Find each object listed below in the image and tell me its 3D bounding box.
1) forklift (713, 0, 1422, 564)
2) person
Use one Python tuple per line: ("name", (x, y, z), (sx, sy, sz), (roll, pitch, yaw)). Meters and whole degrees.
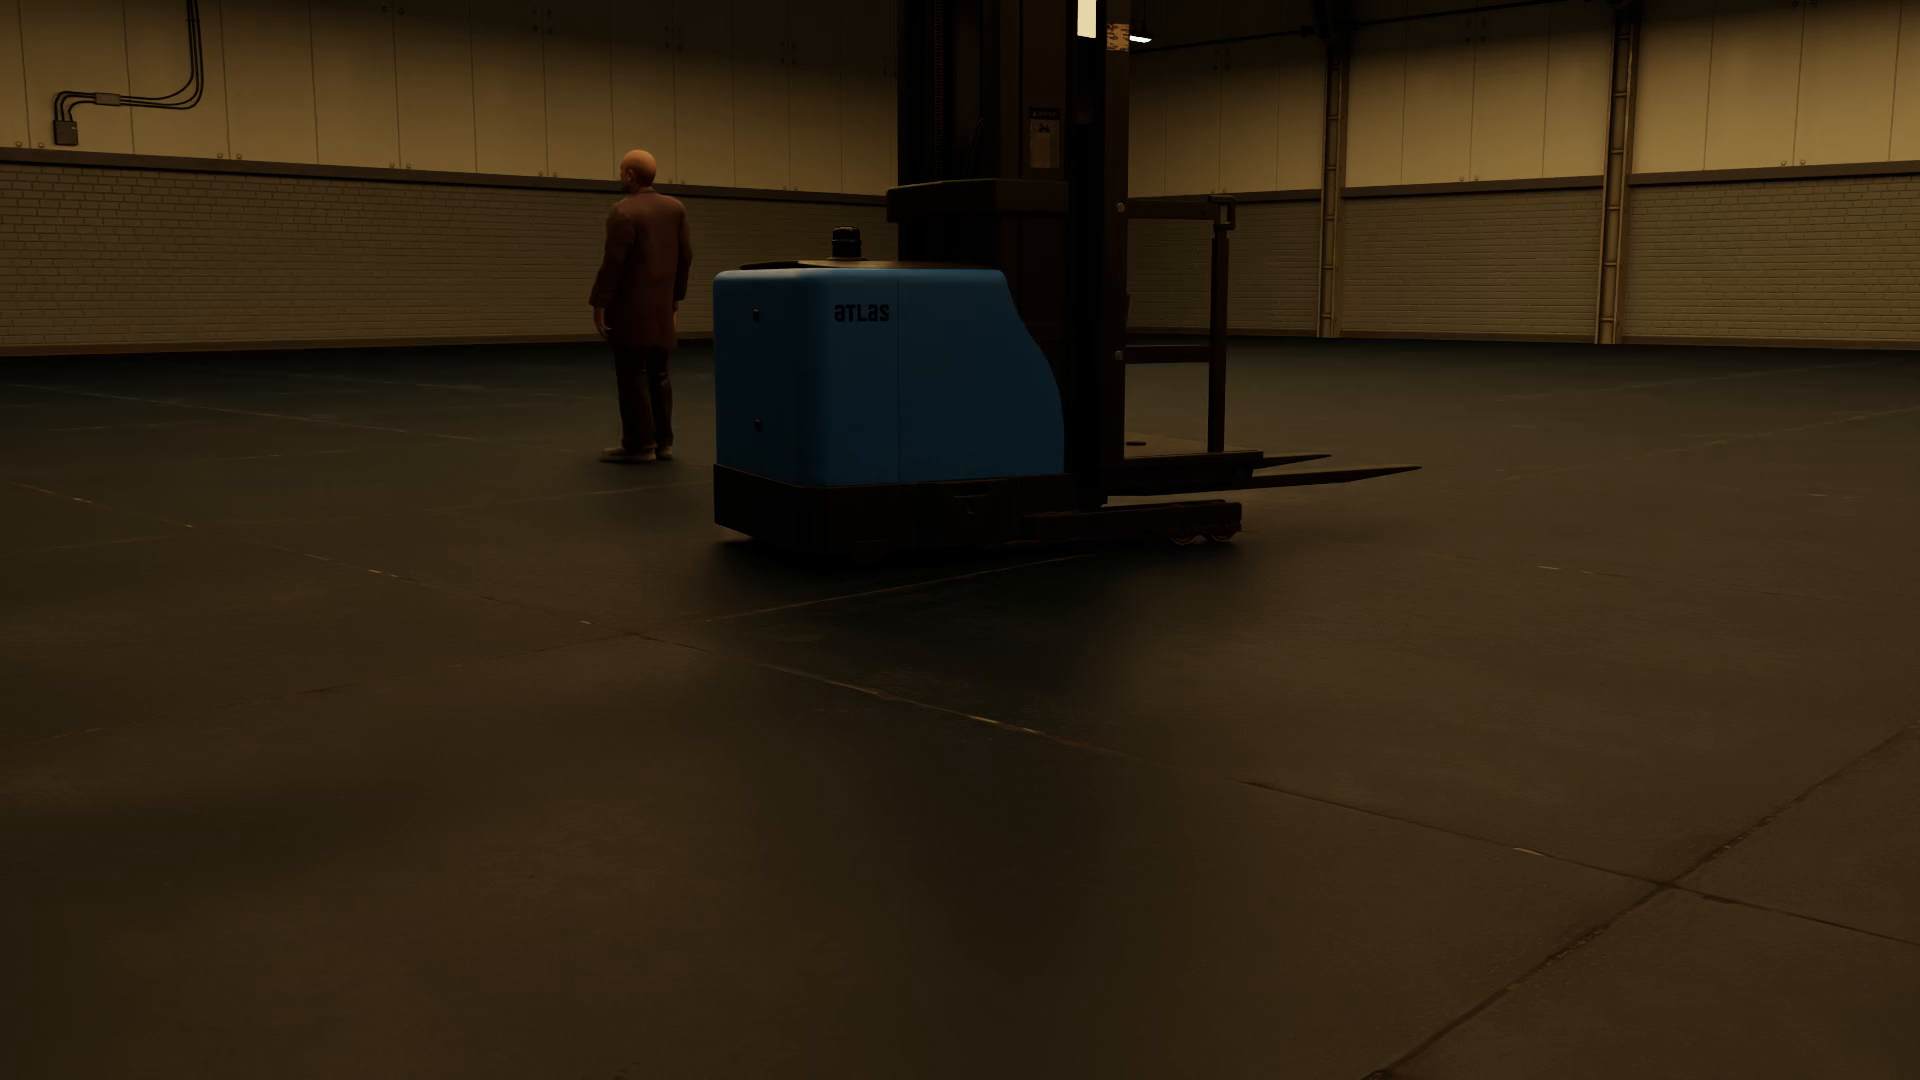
("forklift", (0.558, -1.493, 6.788), (3.031, 2.935, 1.130), (-4, 10, -27))
("person", (-1.920, -1.349, 9.675), (0.572, 1.780, 0.693), (7, 11, 37))
